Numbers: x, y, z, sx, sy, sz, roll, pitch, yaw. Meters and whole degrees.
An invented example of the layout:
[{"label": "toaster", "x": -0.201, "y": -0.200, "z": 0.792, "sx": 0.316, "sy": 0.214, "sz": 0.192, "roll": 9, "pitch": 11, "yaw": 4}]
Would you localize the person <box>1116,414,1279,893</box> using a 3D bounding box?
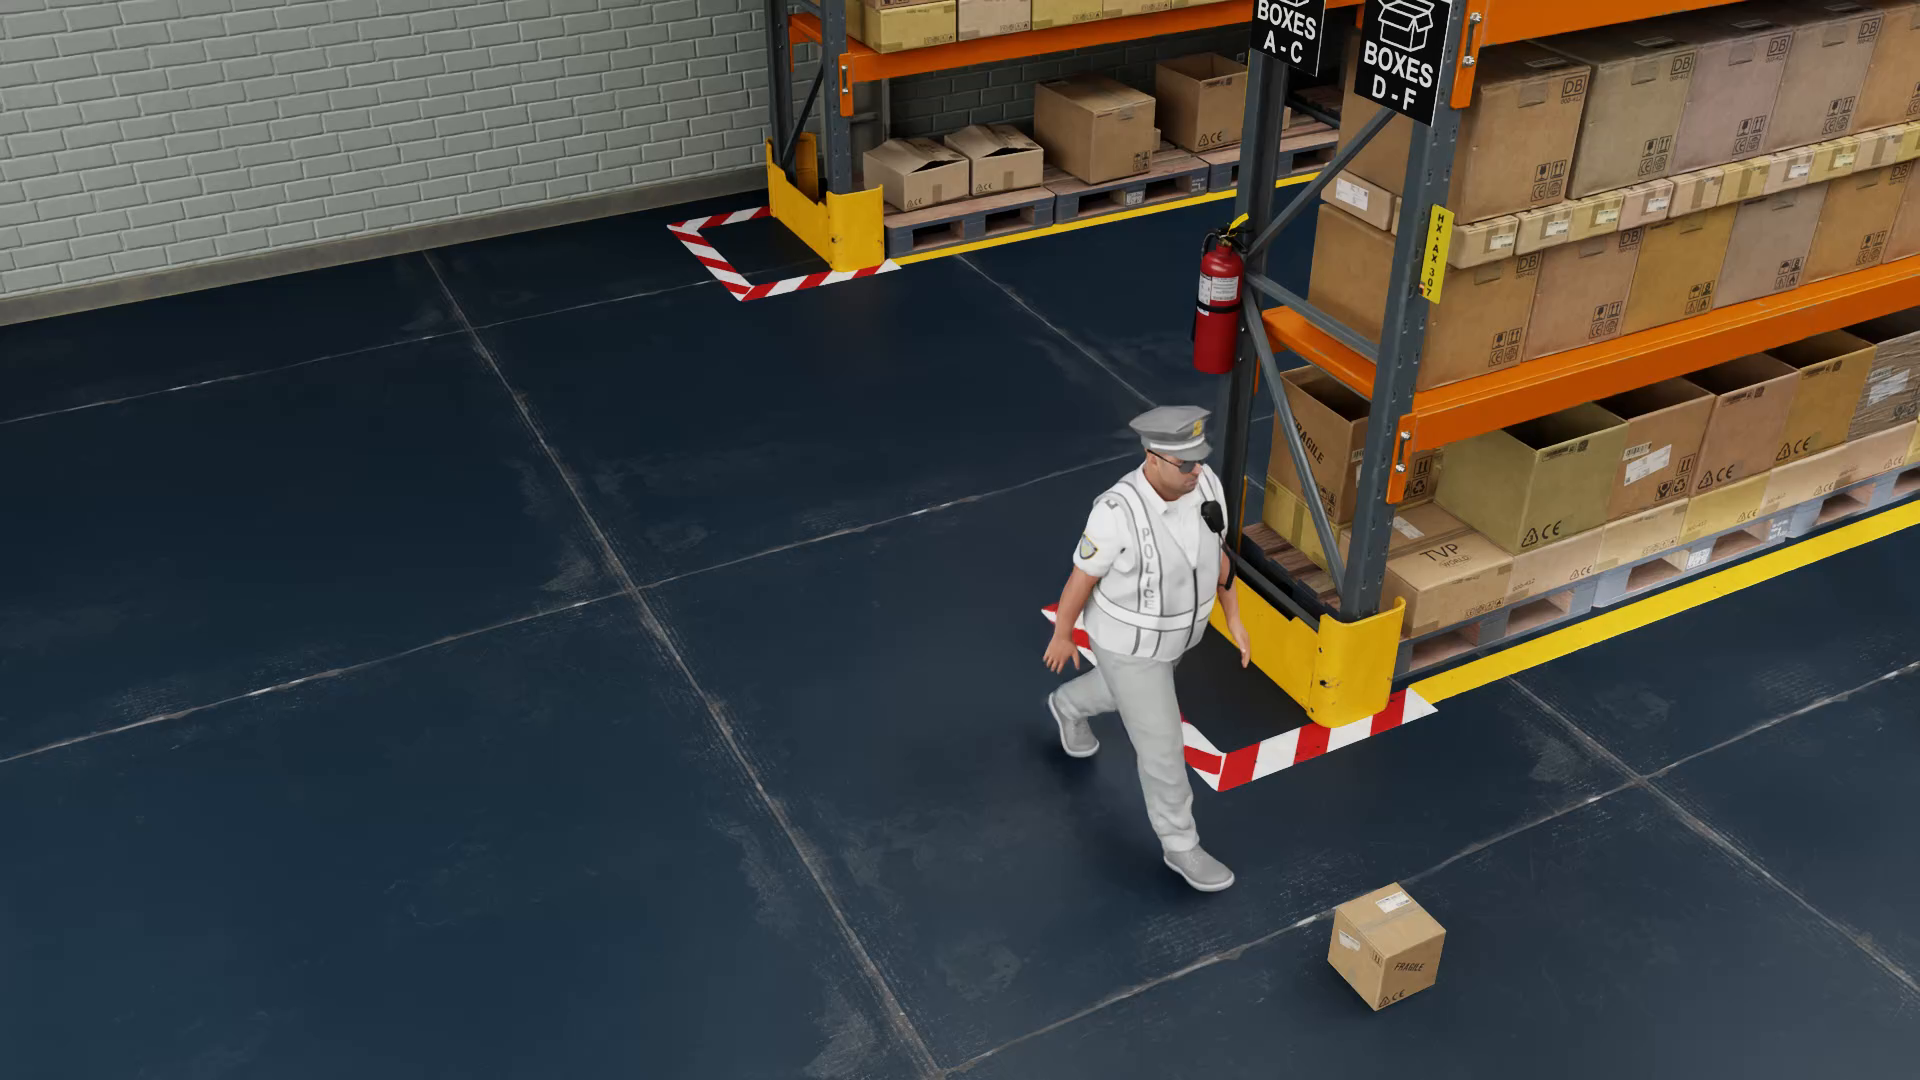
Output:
[{"label": "person", "x": 0.778, "y": 0.358, "z": 5.548, "sx": 0.573, "sy": 1.732, "sz": 0.597, "roll": -24, "pitch": 40, "yaw": -33}]
